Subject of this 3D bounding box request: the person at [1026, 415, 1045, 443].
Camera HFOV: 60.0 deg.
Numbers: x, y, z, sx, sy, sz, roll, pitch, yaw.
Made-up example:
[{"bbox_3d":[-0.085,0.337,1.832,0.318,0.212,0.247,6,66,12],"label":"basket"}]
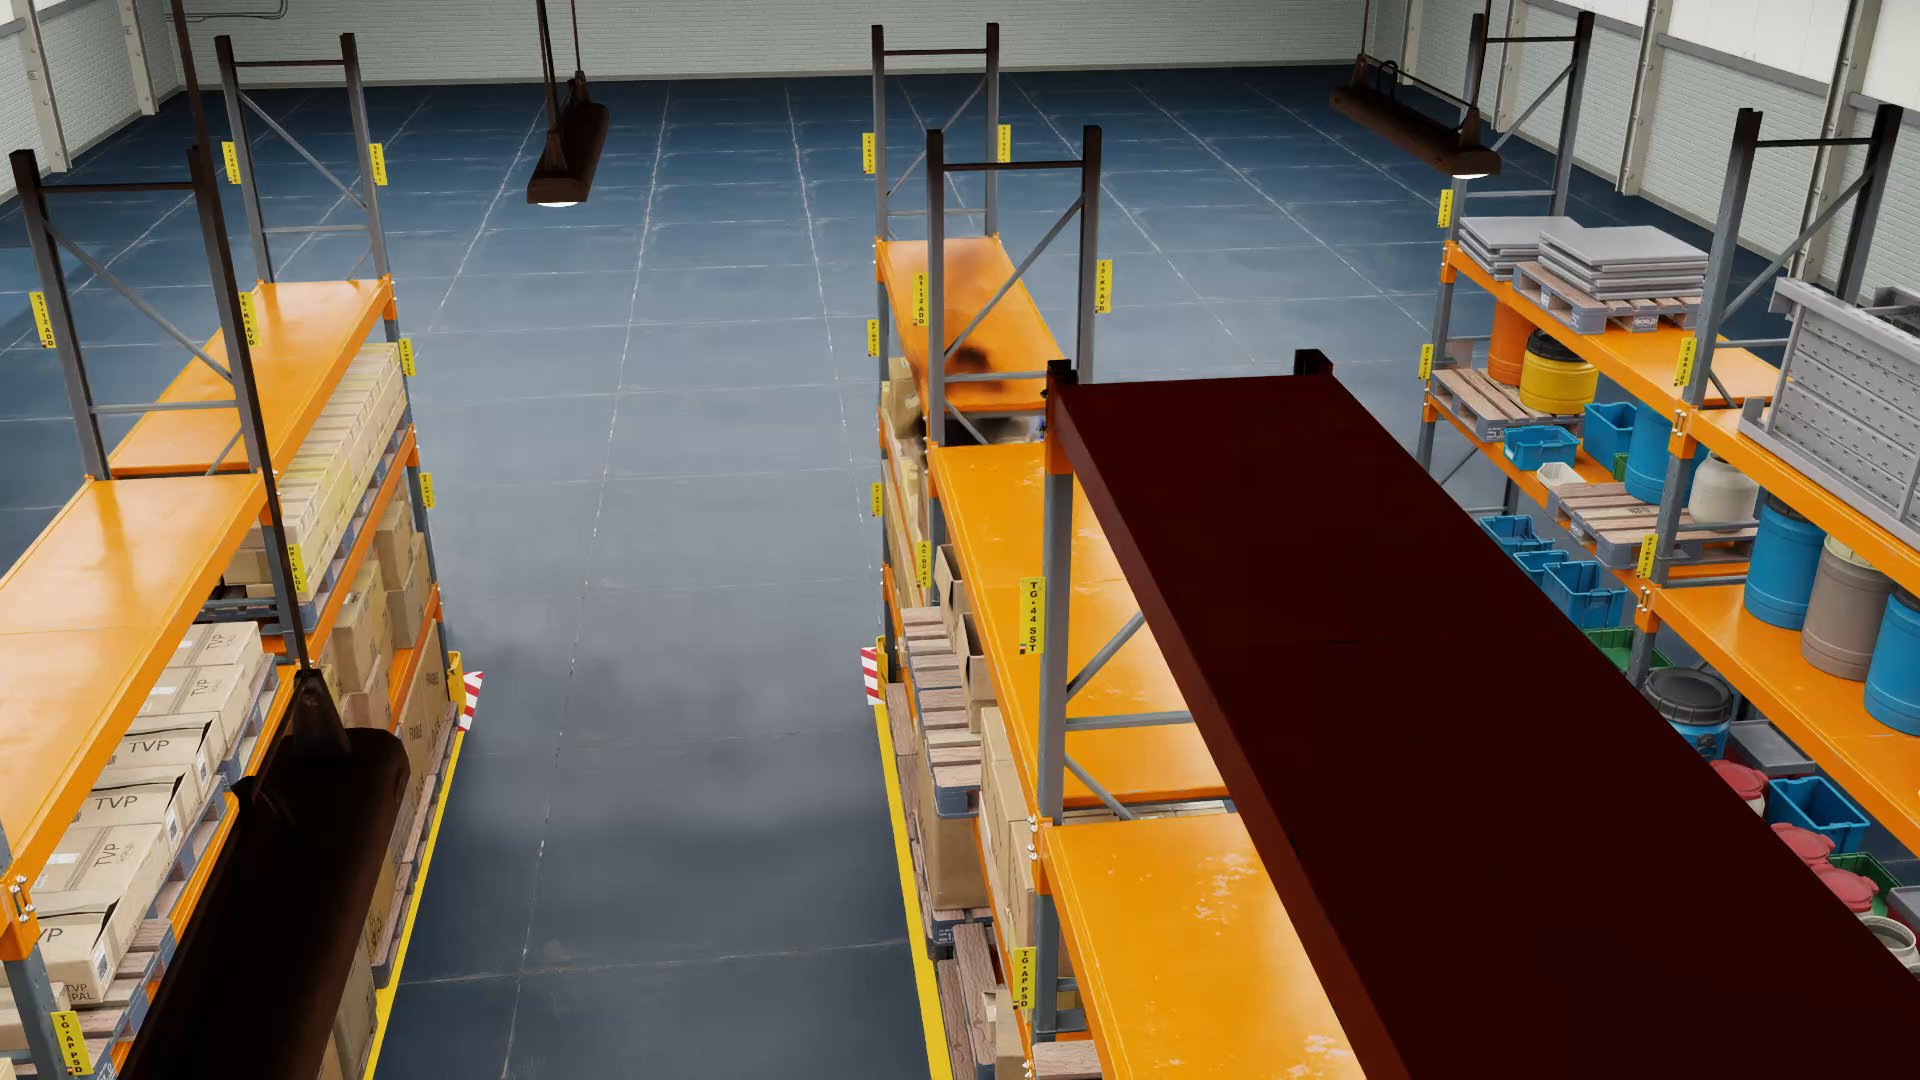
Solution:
[{"bbox_3d":[1.076,-0.932,18.569,0.892,1.663,0.580,11,28,22],"label":"person"}]
